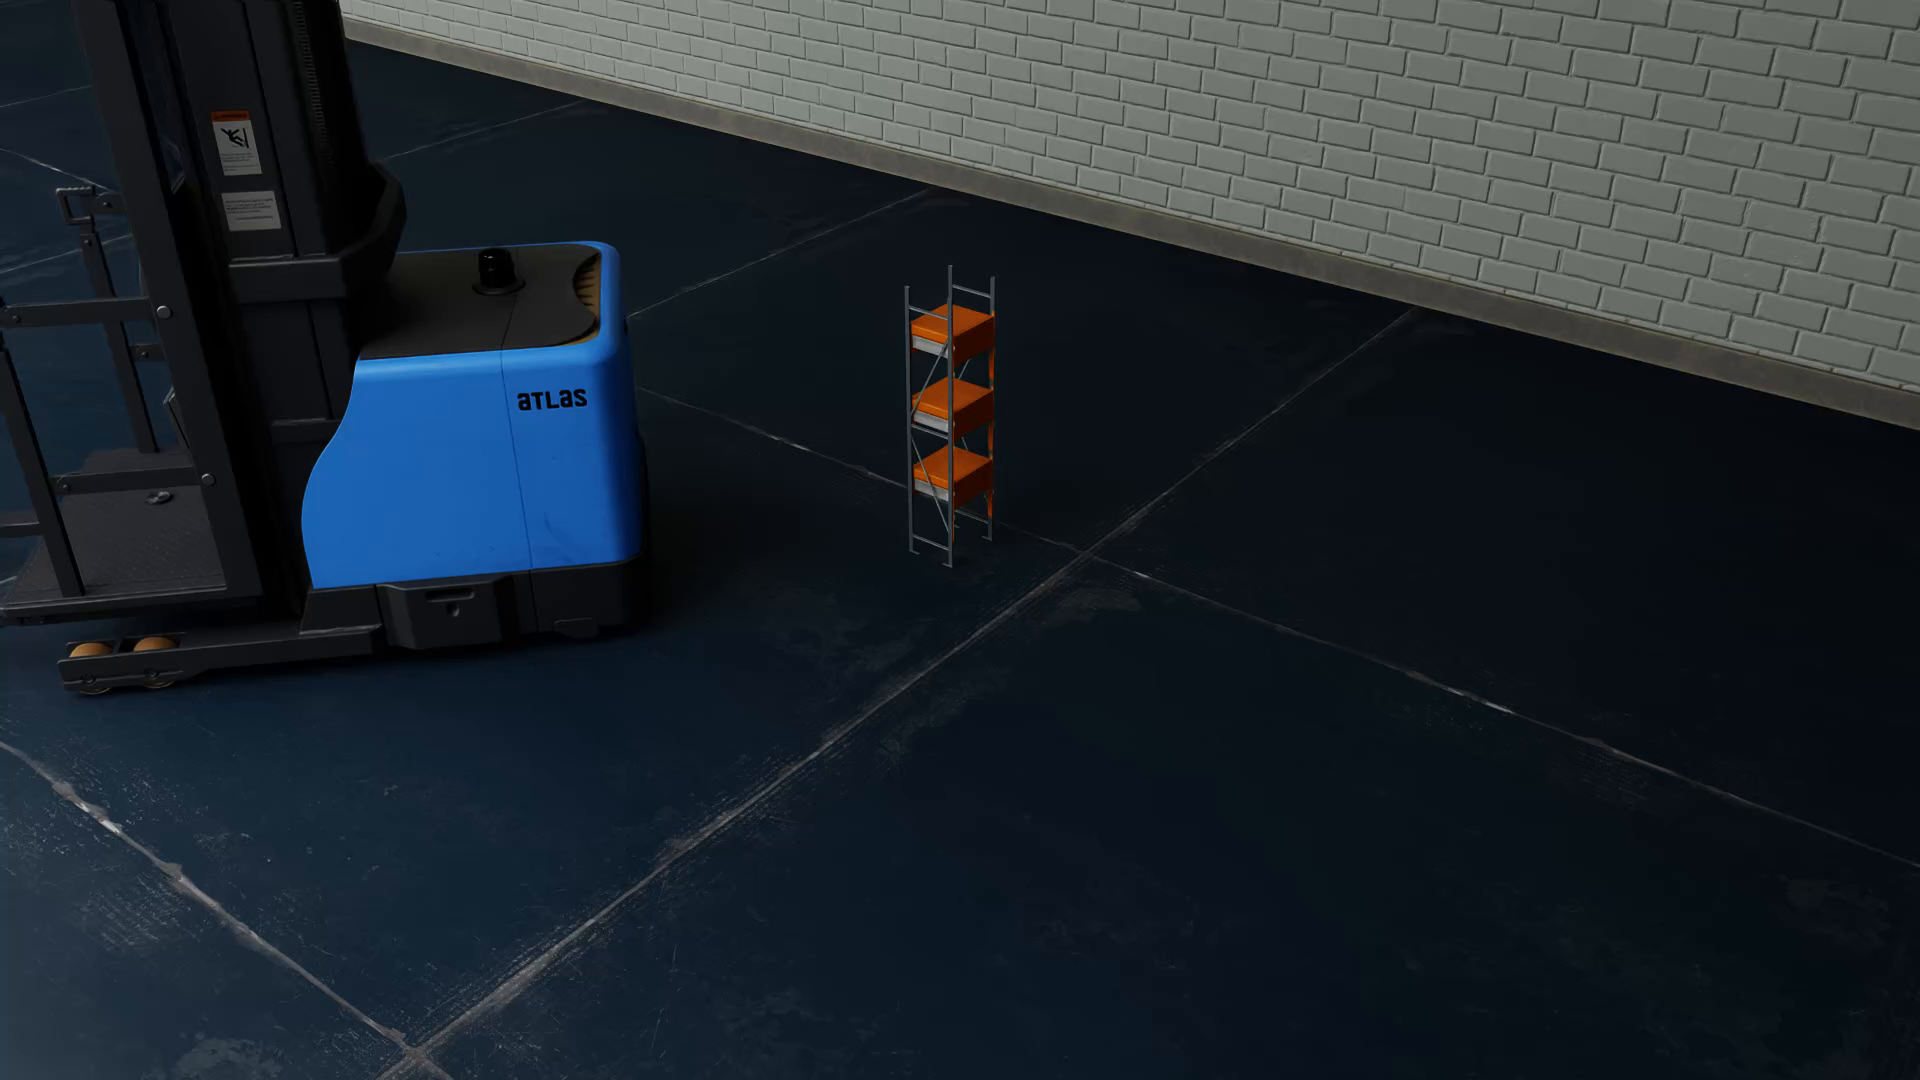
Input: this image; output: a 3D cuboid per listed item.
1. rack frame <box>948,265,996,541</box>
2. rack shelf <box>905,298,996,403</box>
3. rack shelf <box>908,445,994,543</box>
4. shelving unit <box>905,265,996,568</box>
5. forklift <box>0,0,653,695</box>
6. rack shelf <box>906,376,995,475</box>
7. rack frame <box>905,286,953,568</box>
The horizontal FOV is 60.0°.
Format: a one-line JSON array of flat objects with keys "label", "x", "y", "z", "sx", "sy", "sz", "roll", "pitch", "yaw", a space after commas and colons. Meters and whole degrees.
[{"label": "rack frame", "x": 0.041, "y": -0.479, "z": 6.029, "sx": 0.200, "sy": 1.050, "sz": 0.008, "roll": 21, "pitch": 37, "yaw": 31}, {"label": "rack shelf", "x": -0.032, "y": -0.665, "z": 5.806, "sx": 0.215, "sy": 0.259, "sz": 0.240, "roll": 21, "pitch": 37, "yaw": 31}, {"label": "rack shelf", "x": -0.032, "y": -0.182, "z": 6.093, "sx": 0.215, "sy": 0.259, "sz": 0.240, "roll": 21, "pitch": 37, "yaw": 31}, {"label": "shelving unit", "x": -0.032, "y": -0.430, "z": 5.946, "sx": 0.215, "sy": 1.050, "sz": 0.252, "roll": 21, "pitch": 37, "yaw": 31}, {"label": "forklift", "x": -2.623, "y": -1.051, "z": 5.148, "sx": 3.031, "sy": 2.935, "sz": 1.130, "roll": -5, "pitch": 31, "yaw": -9}, {"label": "rack shelf", "x": -0.032, "y": -0.421, "z": 5.951, "sx": 0.215, "sy": 0.259, "sz": 0.240, "roll": 21, "pitch": 37, "yaw": 31}, {"label": "rack frame", "x": -0.106, "y": -0.380, "z": 5.862, "sx": 0.200, "sy": 1.050, "sz": 0.008, "roll": 21, "pitch": 37, "yaw": 31}]
